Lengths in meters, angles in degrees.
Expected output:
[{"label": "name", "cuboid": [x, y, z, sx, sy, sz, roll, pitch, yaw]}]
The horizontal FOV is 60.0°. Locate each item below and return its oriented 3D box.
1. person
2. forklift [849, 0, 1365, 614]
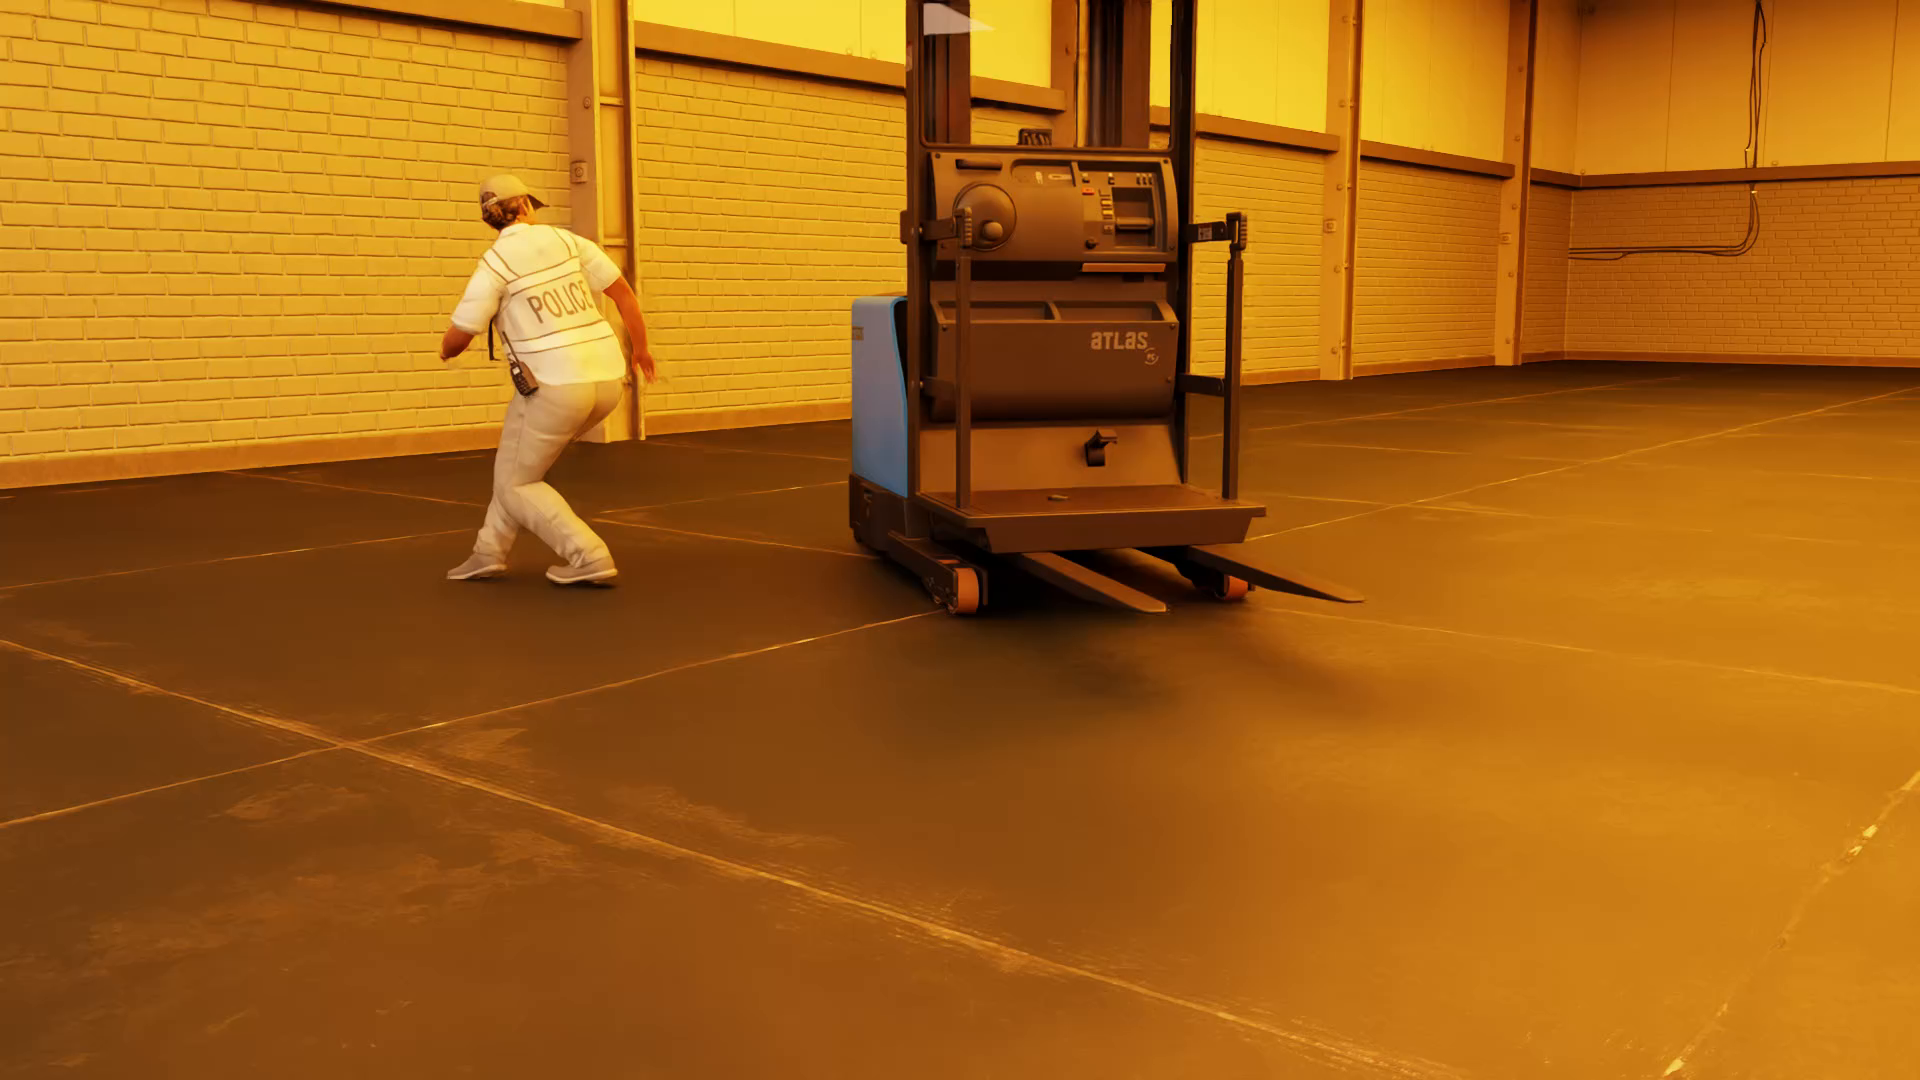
[{"label": "person", "cuboid": [-1.607, -0.598, 6.317, 0.763, 1.537, 0.726, 4, 9, 27]}, {"label": "forklift", "cuboid": [0.411, -1.258, 5.877, 1.130, 2.935, 3.031, -2, 9, -16]}]
